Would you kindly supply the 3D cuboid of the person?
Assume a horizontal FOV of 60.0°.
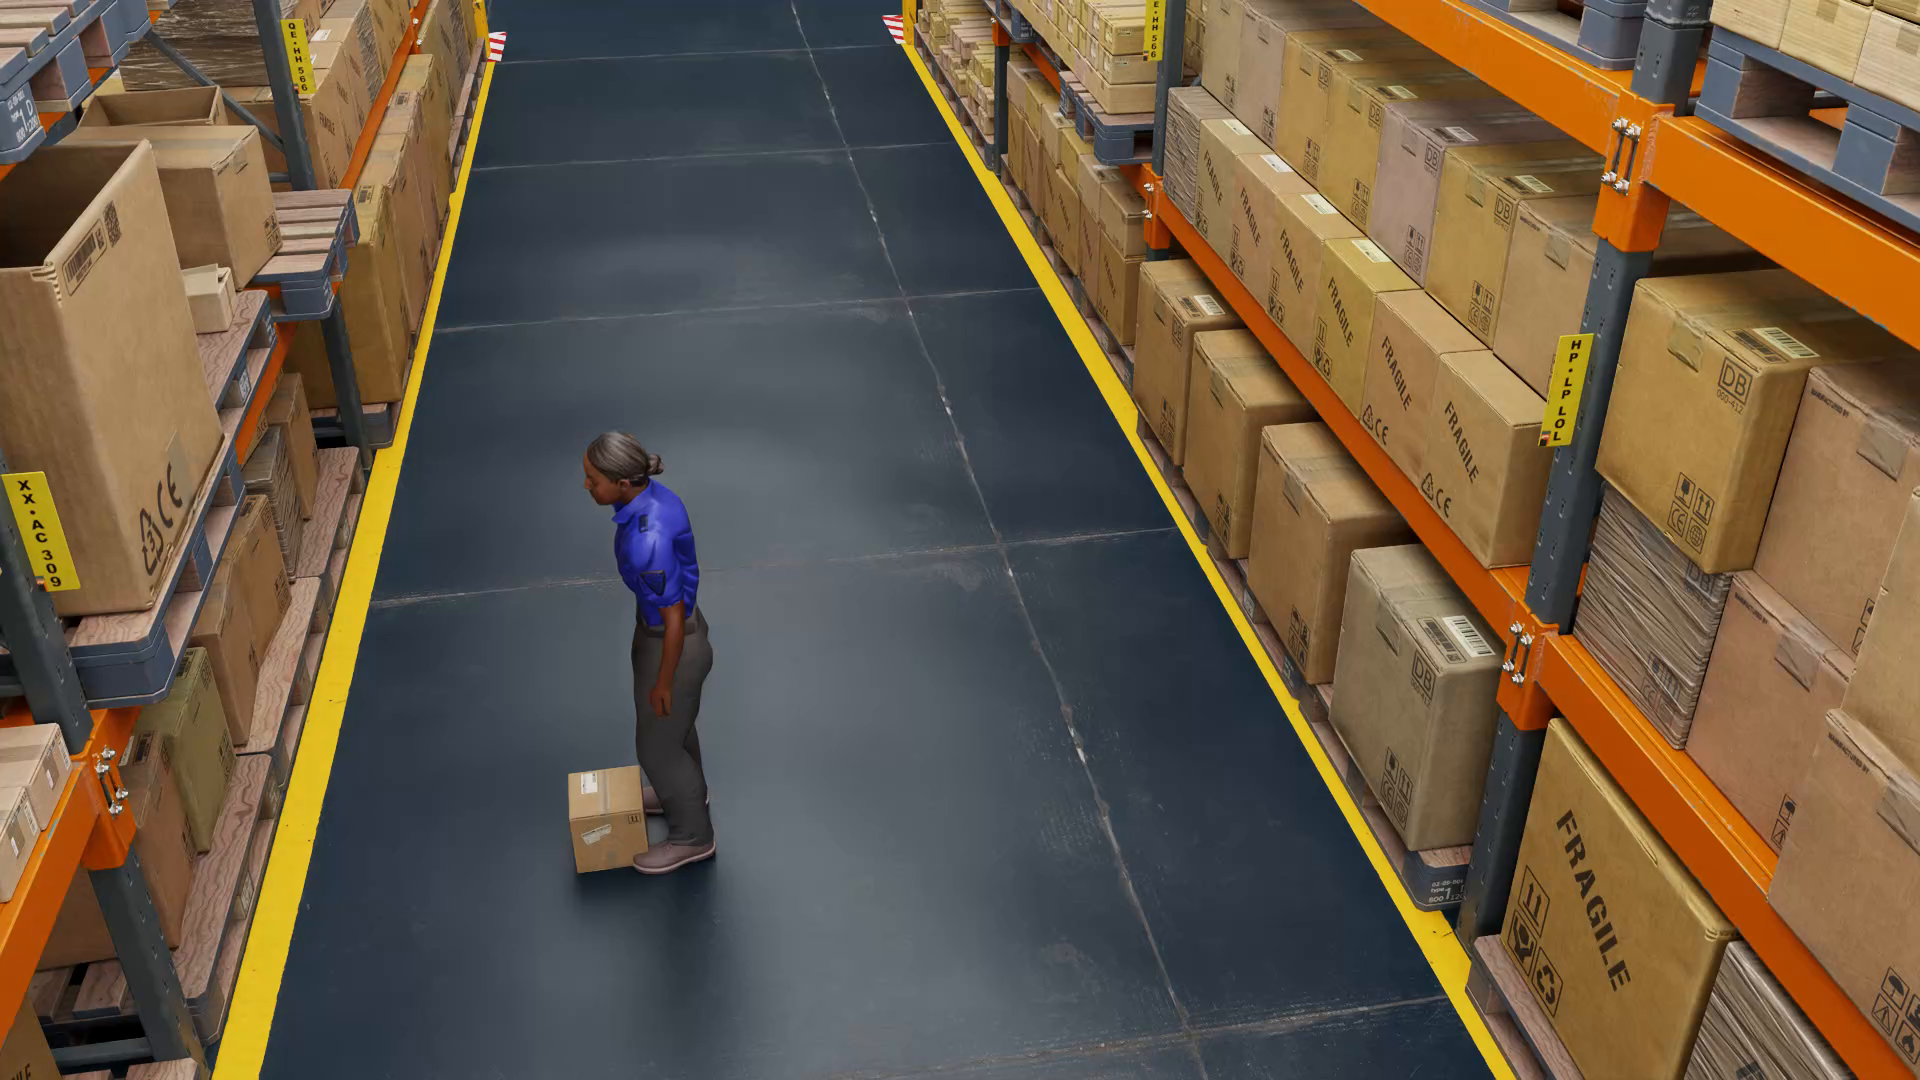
[{"bbox_3d":[-1.007,0.353,5.547,0.351,1.653,0.518,-7,32,-11],"label":"person"}]
